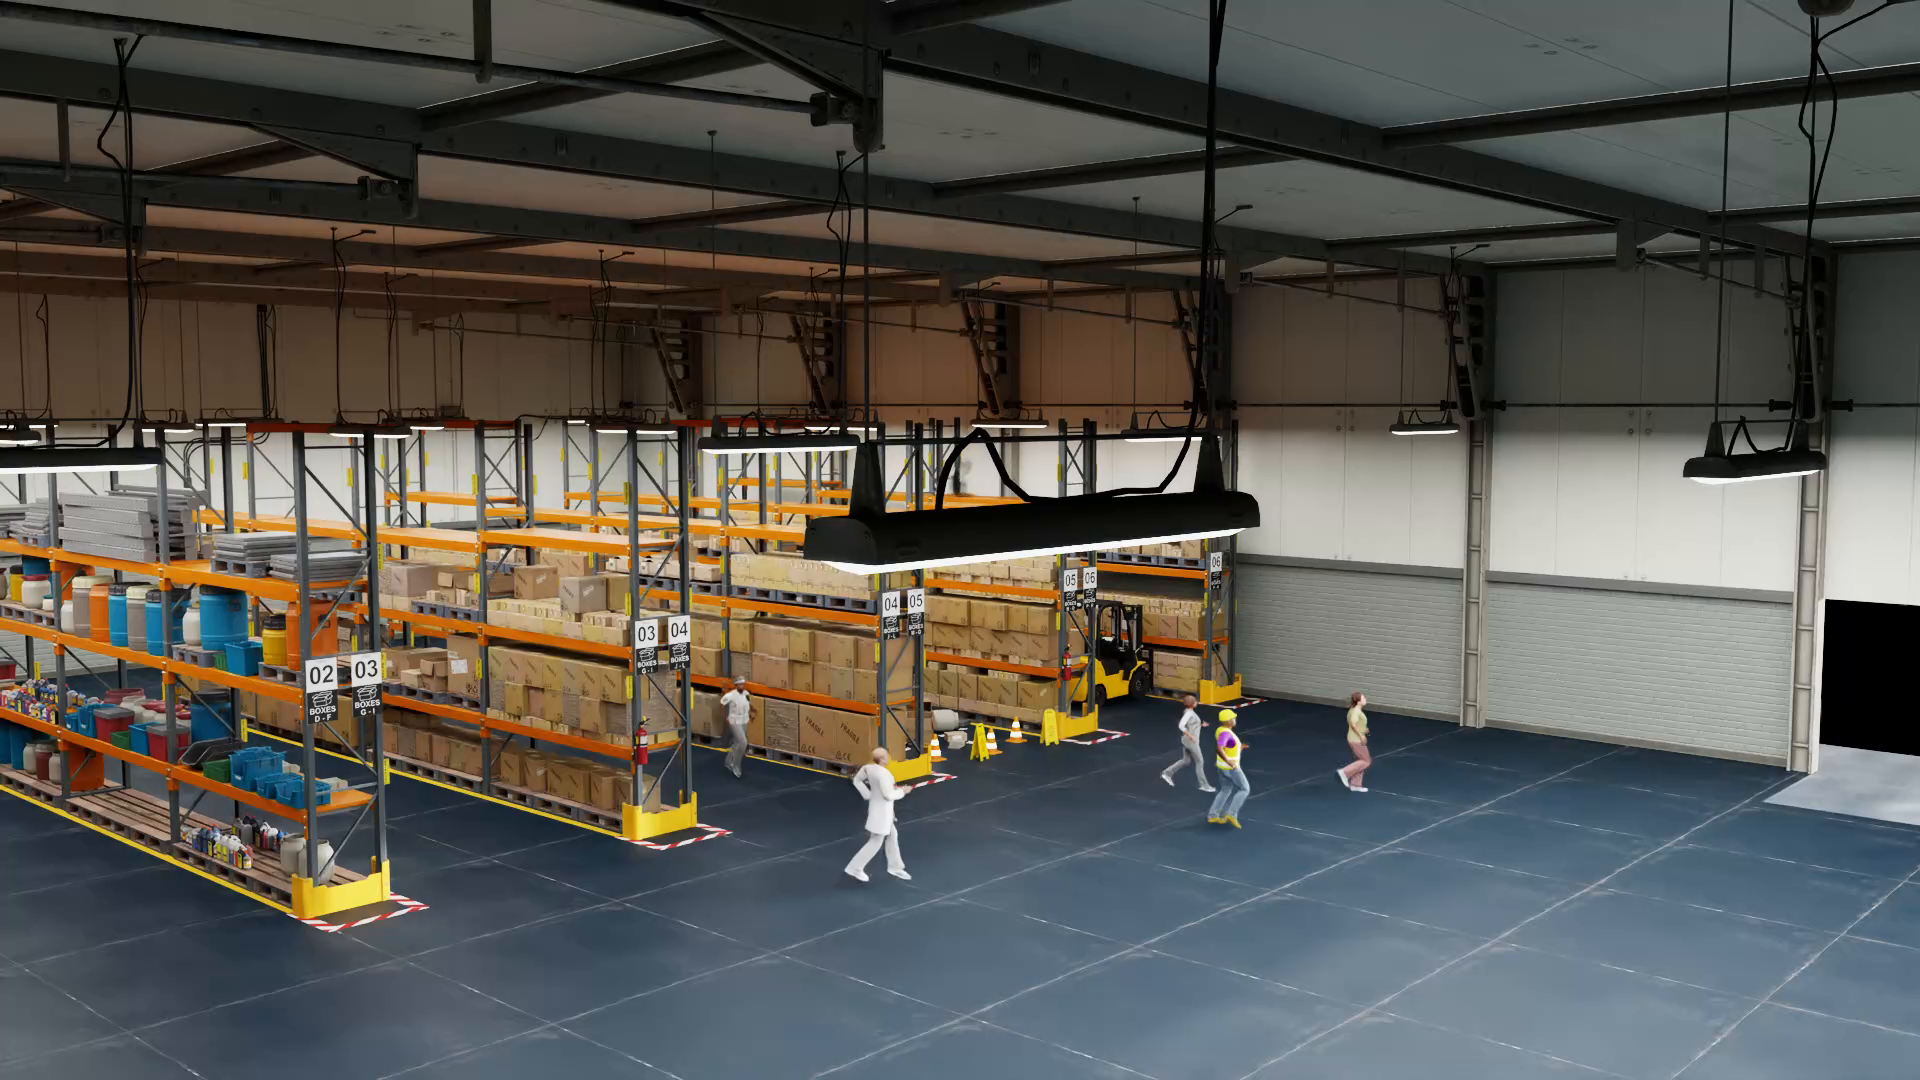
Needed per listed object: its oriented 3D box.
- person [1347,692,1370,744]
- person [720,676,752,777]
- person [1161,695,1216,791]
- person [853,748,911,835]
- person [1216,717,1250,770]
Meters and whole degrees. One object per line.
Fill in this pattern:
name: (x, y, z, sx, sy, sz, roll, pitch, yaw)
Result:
person: (6.544, 2.898, 27.206, 0.417, 0.834, 0.574, 0, 5, -1)
person: (-3.846, 3.168, 28.518, 0.570, 1.730, 0.531, 4, 6, 37)
person: (3.736, 3.303, 27.082, 0.893, 1.580, 0.539, 0, 5, -2)
person: (-0.995, 3.295, 21.903, 0.701, 1.133, 0.697, -2, 5, -19)
person: (4.065, 2.991, 24.839, 0.656, 0.837, 0.675, -1, 5, -10)
